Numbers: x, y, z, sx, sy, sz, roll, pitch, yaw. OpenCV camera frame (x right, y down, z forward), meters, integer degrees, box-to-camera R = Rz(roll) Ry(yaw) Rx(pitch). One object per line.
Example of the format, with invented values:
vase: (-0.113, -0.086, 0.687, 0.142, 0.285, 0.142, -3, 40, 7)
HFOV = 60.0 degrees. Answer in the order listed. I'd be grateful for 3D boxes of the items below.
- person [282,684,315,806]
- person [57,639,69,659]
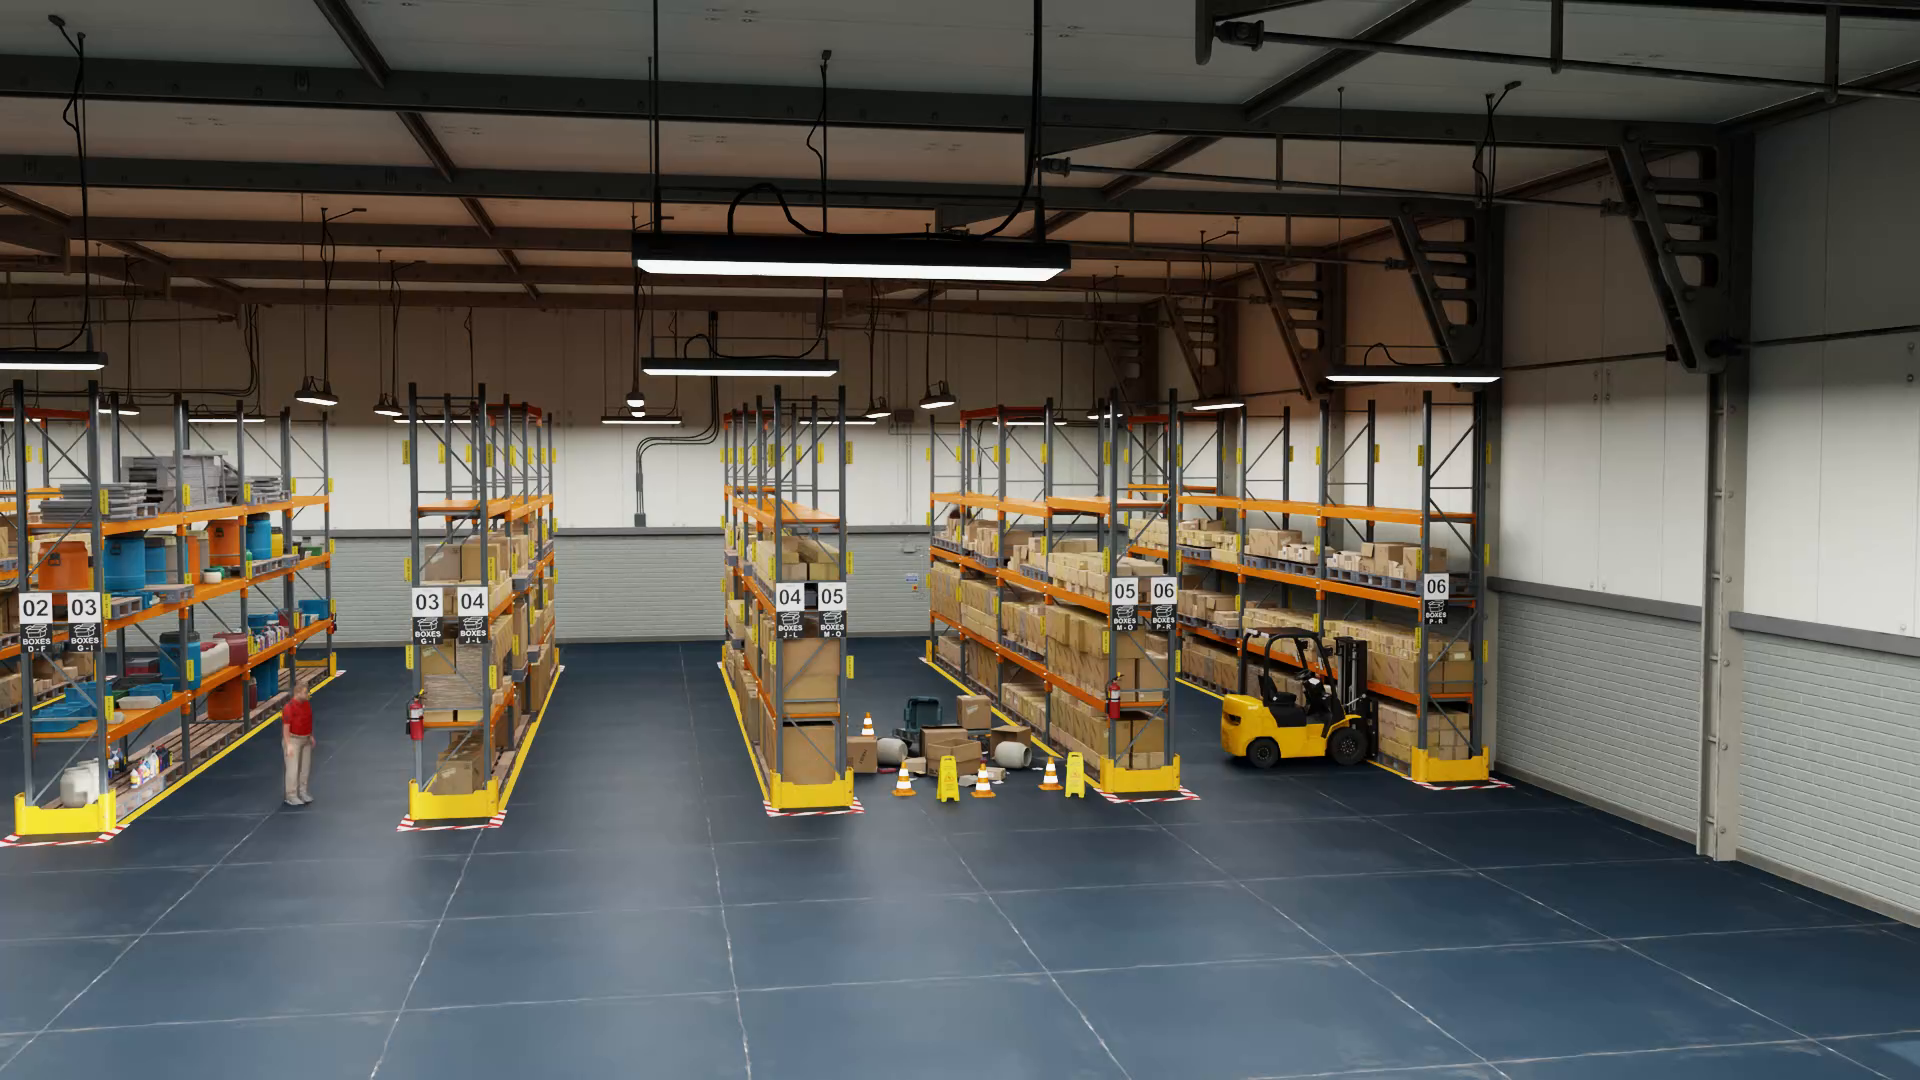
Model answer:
person: (-9.538, 2.931, 23.942, 0.390, 1.743, 0.564, 1, 3, 15)
person: (-20.322, 2.293, 37.991, 0.934, 1.541, 0.474, -2, 3, -28)
